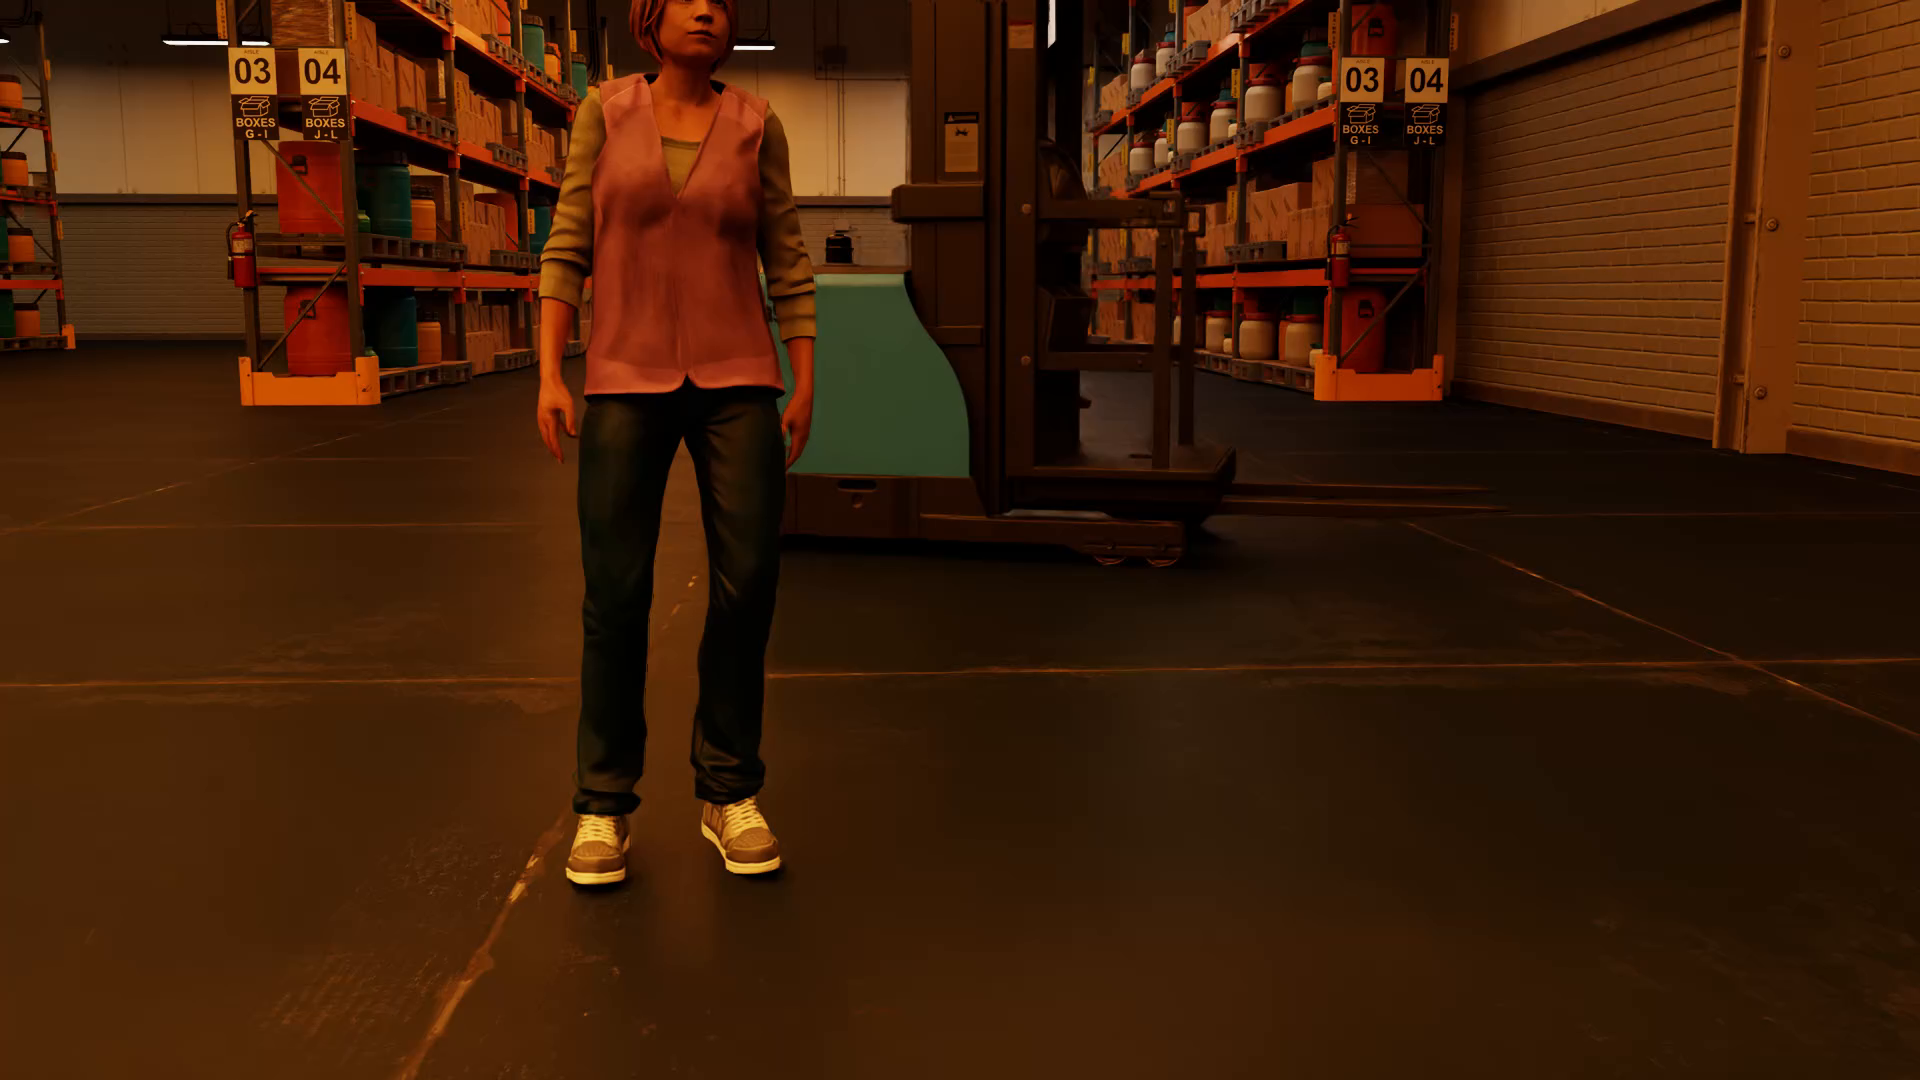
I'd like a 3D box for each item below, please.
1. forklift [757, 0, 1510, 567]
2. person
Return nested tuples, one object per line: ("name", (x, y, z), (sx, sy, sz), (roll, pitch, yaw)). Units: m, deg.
("forklift", (0.591, -1.436, 6.502), (3.031, 2.935, 1.130), (2, 9, 13))
("person", (-0.482, -0.227, 2.901), (0.497, 1.604, 0.405), (-2, 9, -13))
